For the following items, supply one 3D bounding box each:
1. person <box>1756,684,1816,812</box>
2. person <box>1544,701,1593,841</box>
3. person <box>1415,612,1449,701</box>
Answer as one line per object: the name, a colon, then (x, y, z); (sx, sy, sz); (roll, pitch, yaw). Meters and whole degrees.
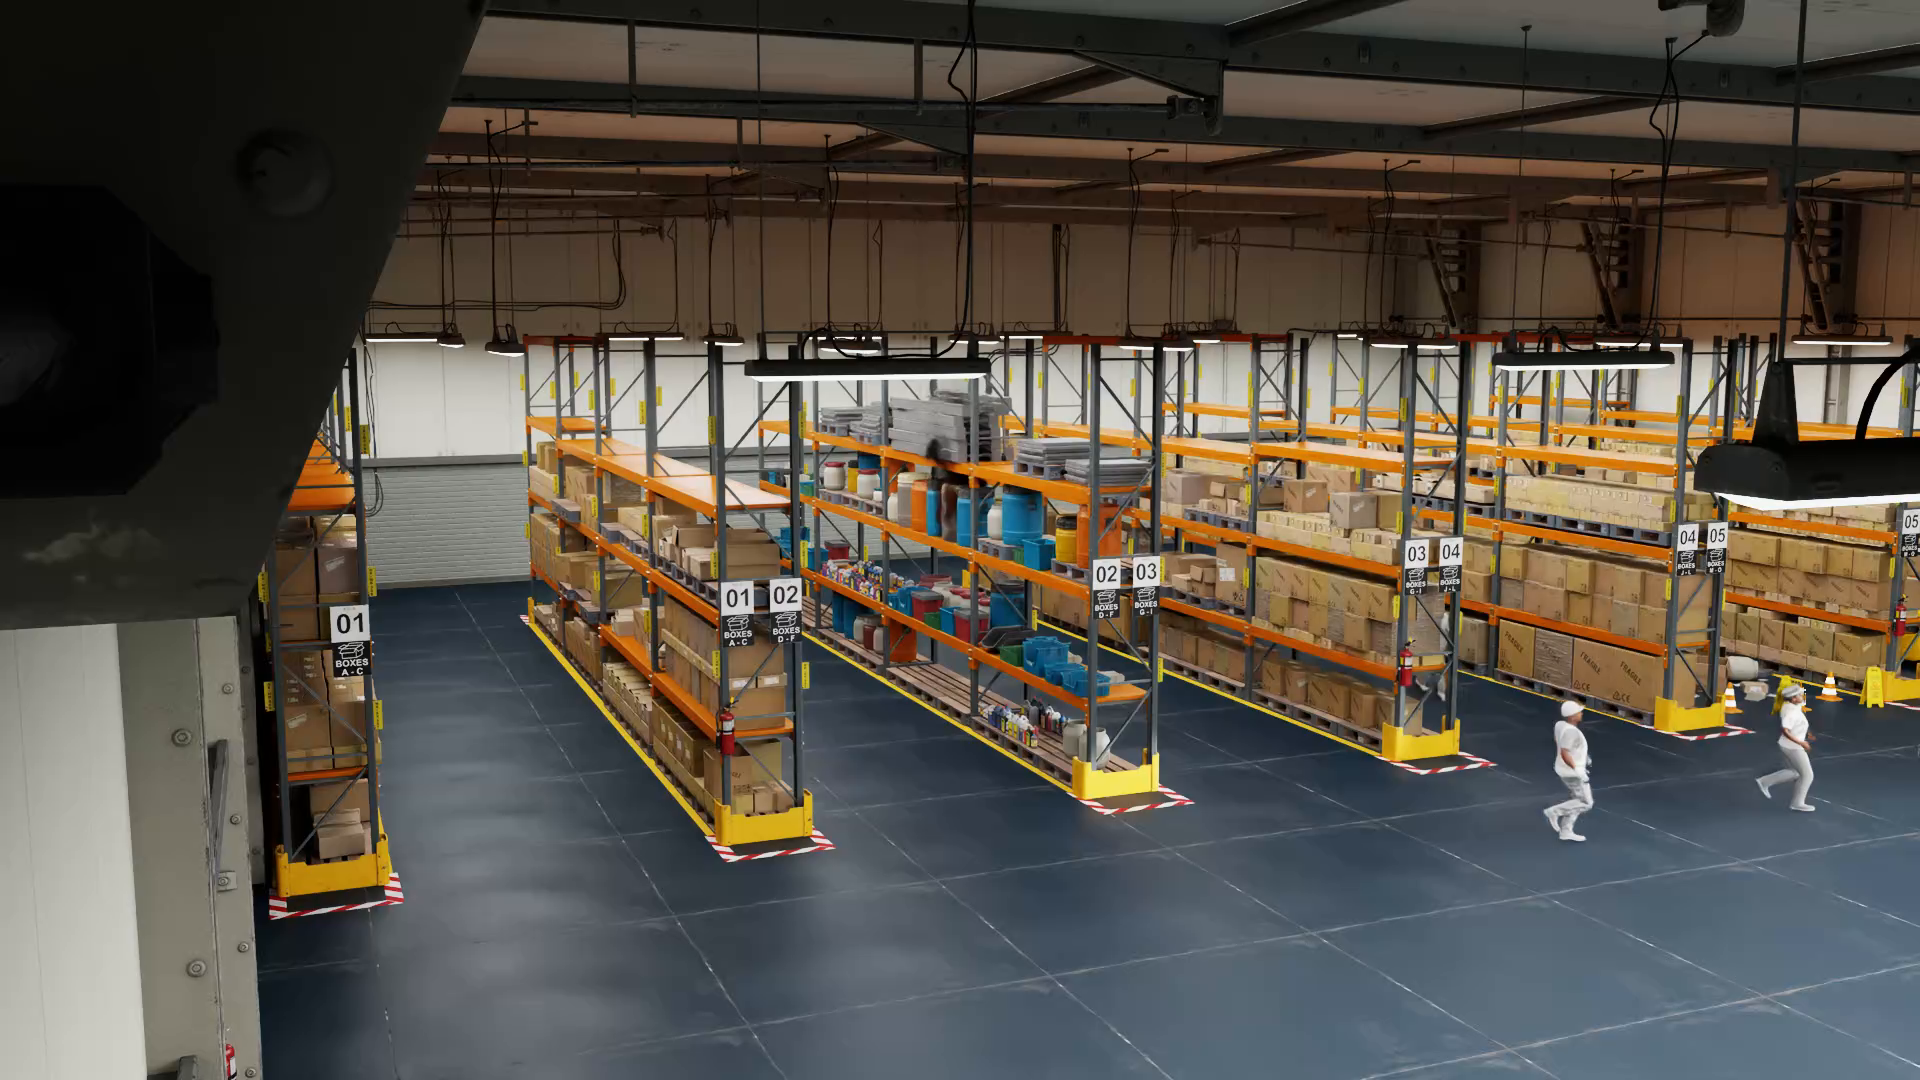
person: (10.708, 2.663, 21.475); (0.700, 1.655, 0.581); (3, 8, 19)
person: (7.393, 2.805, 20.193); (0.595, 1.734, 0.696); (1, 8, 7)
person: (8.005, 1.849, 27.954); (0.544, 1.619, 0.824); (-4, 9, -29)
